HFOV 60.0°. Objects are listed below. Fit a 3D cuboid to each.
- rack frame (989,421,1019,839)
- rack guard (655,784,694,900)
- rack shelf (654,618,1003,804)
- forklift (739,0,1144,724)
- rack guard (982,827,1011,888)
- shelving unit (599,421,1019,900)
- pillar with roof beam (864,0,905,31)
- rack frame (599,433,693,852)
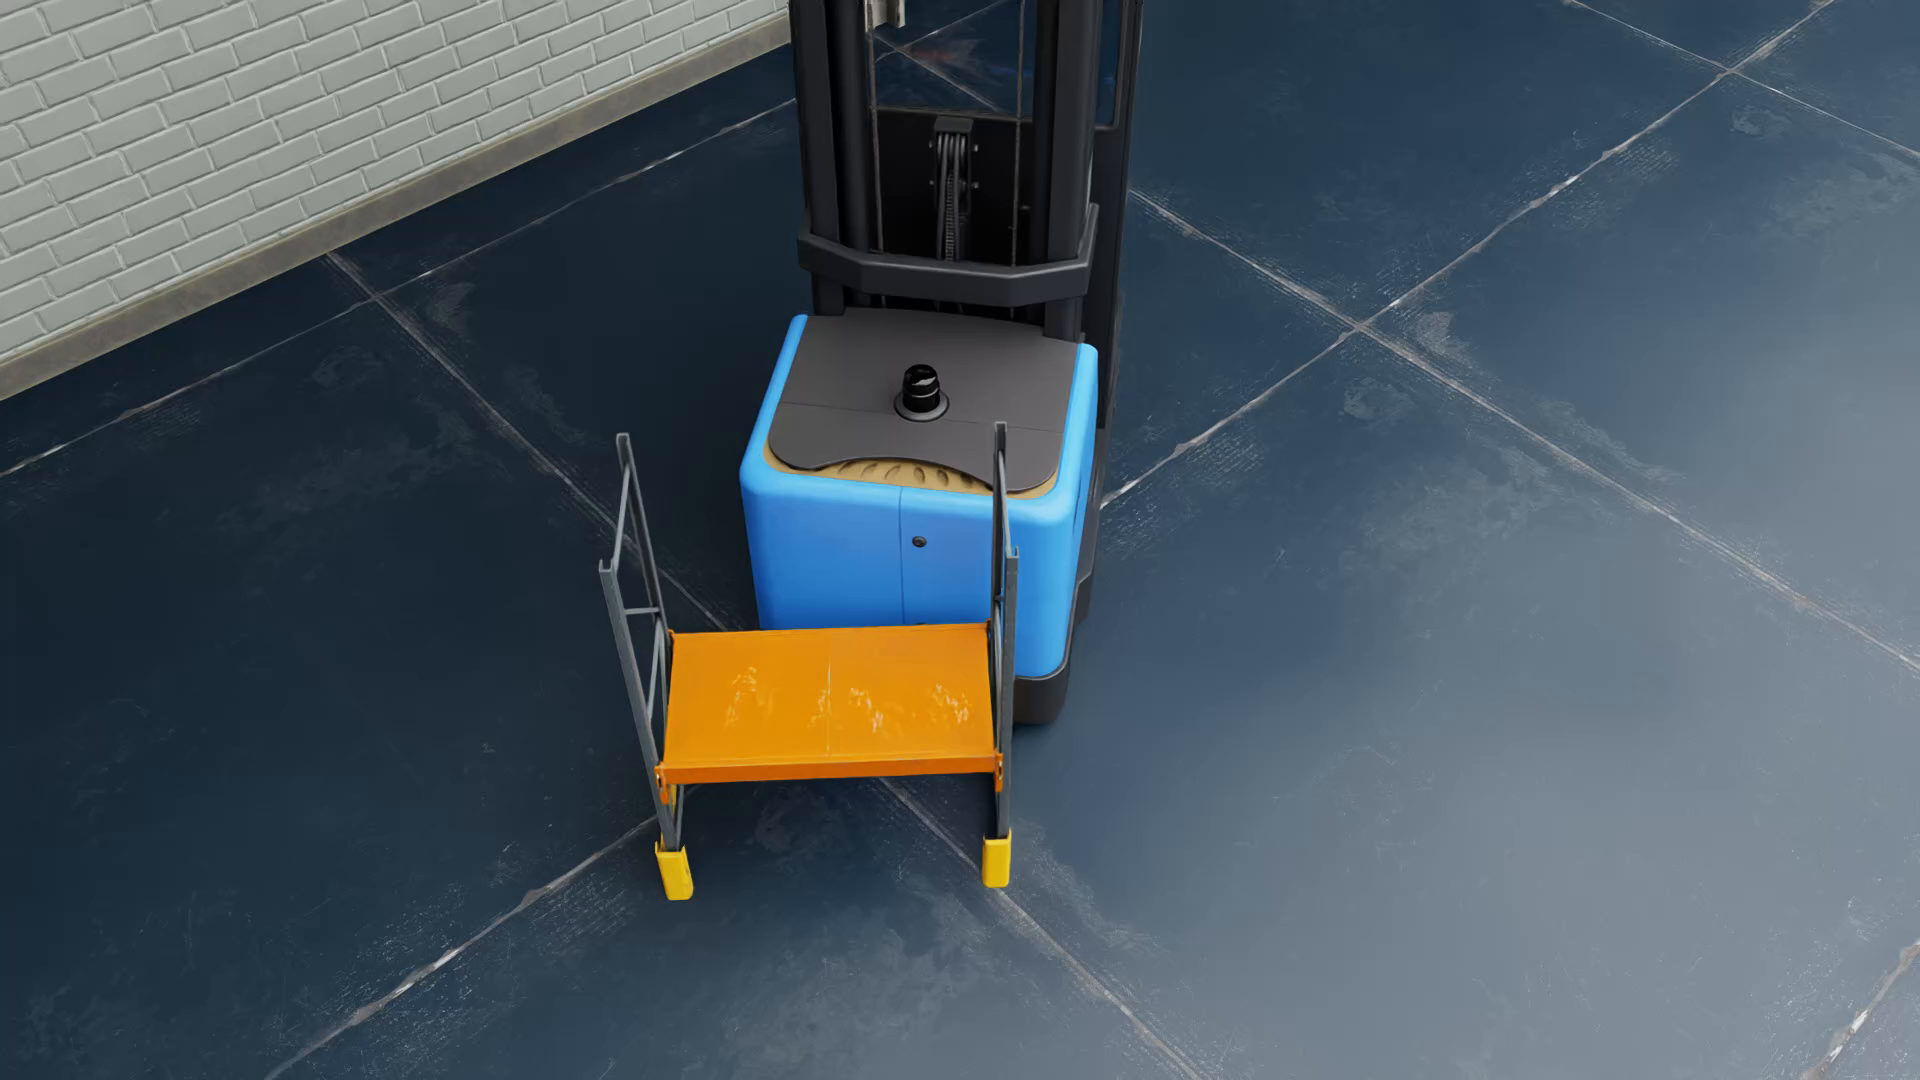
[{"bbox_3d":[0.121,0.370,4.888,0.032,1.500,0.500,-2,47,-2],"label":"rack frame"},{"bbox_3d":[-0.894,0.828,5.316,0.087,0.250,0.587,-2,47,-2],"label":"rack guard"},{"bbox_3d":[-0.387,0.509,5.005,1.000,0.185,0.538,-2,47,-2],"label":"rack shelf"},{"bbox_3d":[0.054,-1.475,5.617,1.130,2.935,3.031,7,48,6],"label":"forklift"},{"bbox_3d":[0.101,0.795,5.347,0.087,0.250,0.587,-2,47,-2],"label":"rack guard"},{"bbox_3d":[-0.396,0.387,4.872,1.083,1.500,0.587,-2,47,-2],"label":"shelving unit"},{"bbox_3d":[2.363,-3.415,3.278,0.400,9.000,9.100,-34,56,-27],"label":"pillar with roof beam"},{"bbox_3d":[-0.895,0.404,4.857,0.032,1.500,0.500,-2,47,-2],"label":"rack frame"}]
